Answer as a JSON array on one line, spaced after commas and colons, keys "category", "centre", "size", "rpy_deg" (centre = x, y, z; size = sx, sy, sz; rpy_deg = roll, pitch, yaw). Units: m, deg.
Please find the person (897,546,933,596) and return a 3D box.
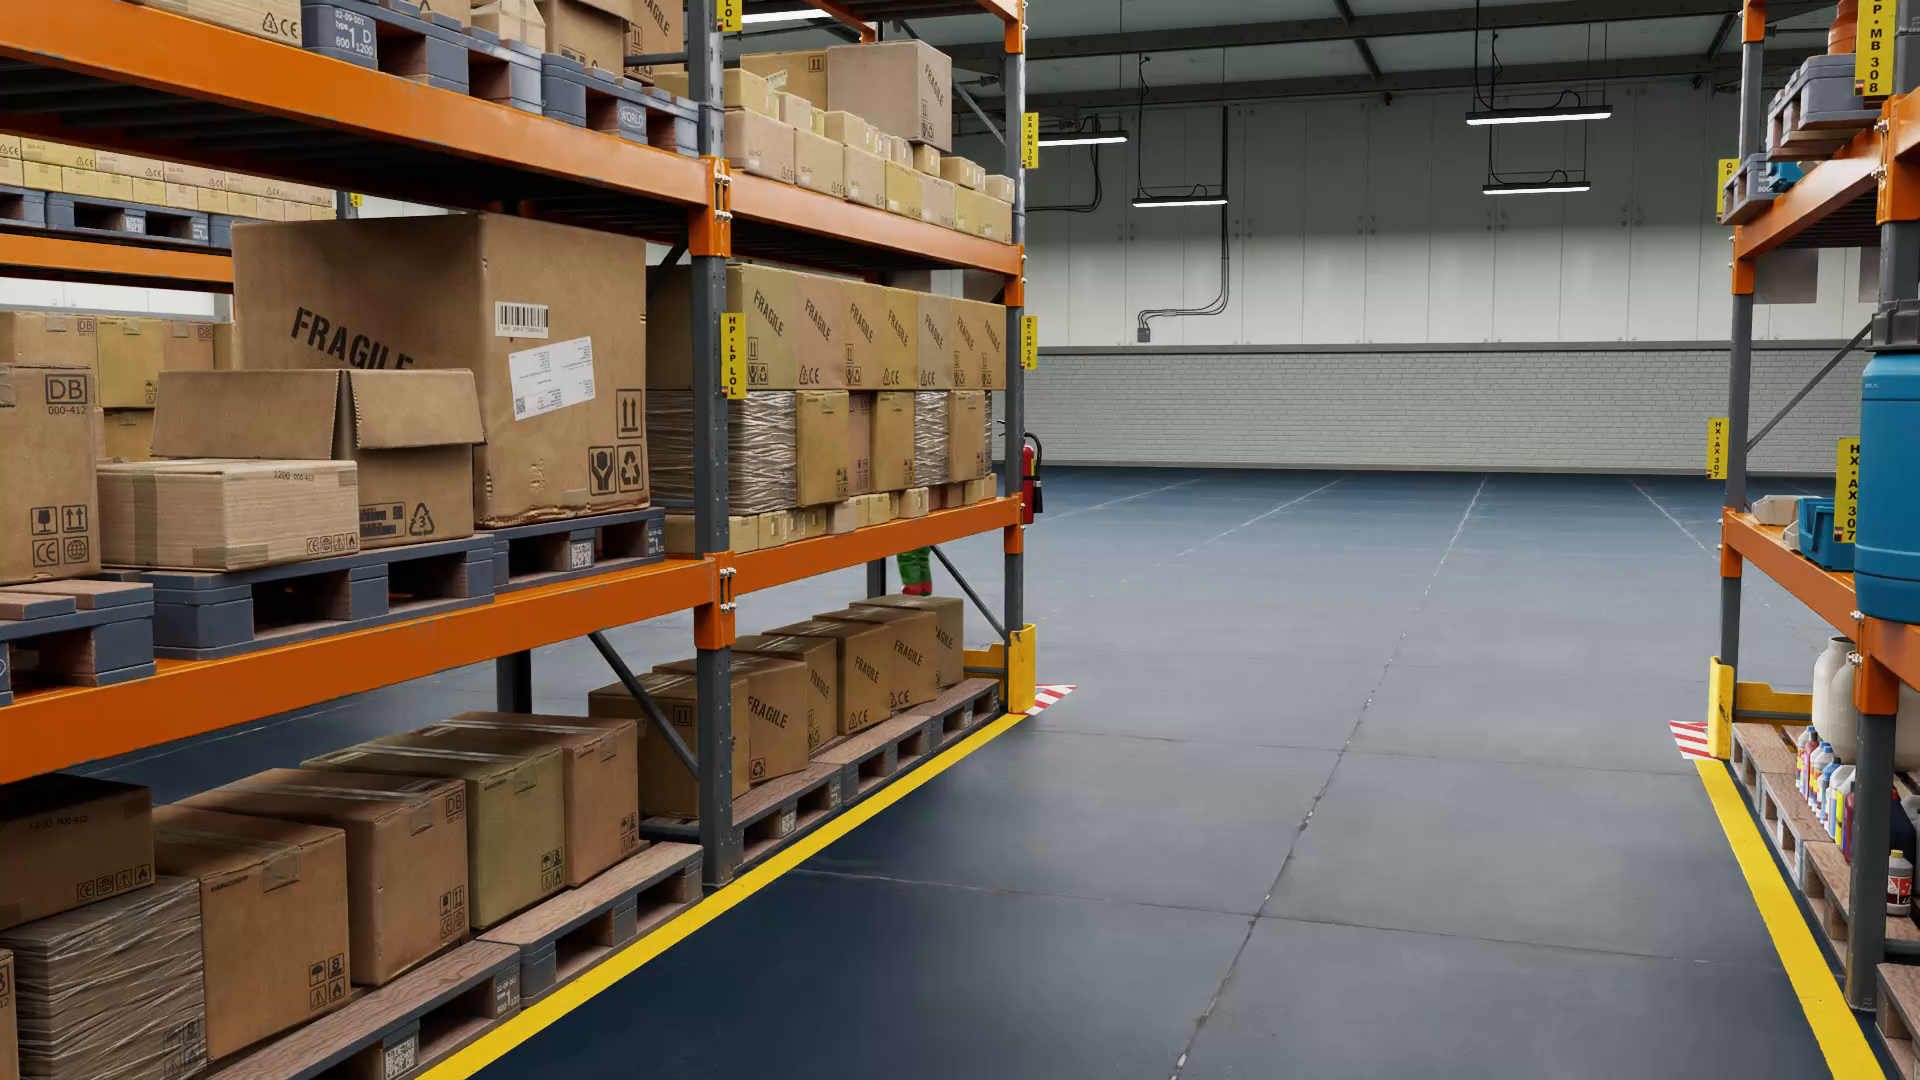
[{"category": "person", "centre": [-0.438, -0.187, 13.839], "size": [0.526, 1.793, 0.514], "rpy_deg": [4, 6, 36]}]
